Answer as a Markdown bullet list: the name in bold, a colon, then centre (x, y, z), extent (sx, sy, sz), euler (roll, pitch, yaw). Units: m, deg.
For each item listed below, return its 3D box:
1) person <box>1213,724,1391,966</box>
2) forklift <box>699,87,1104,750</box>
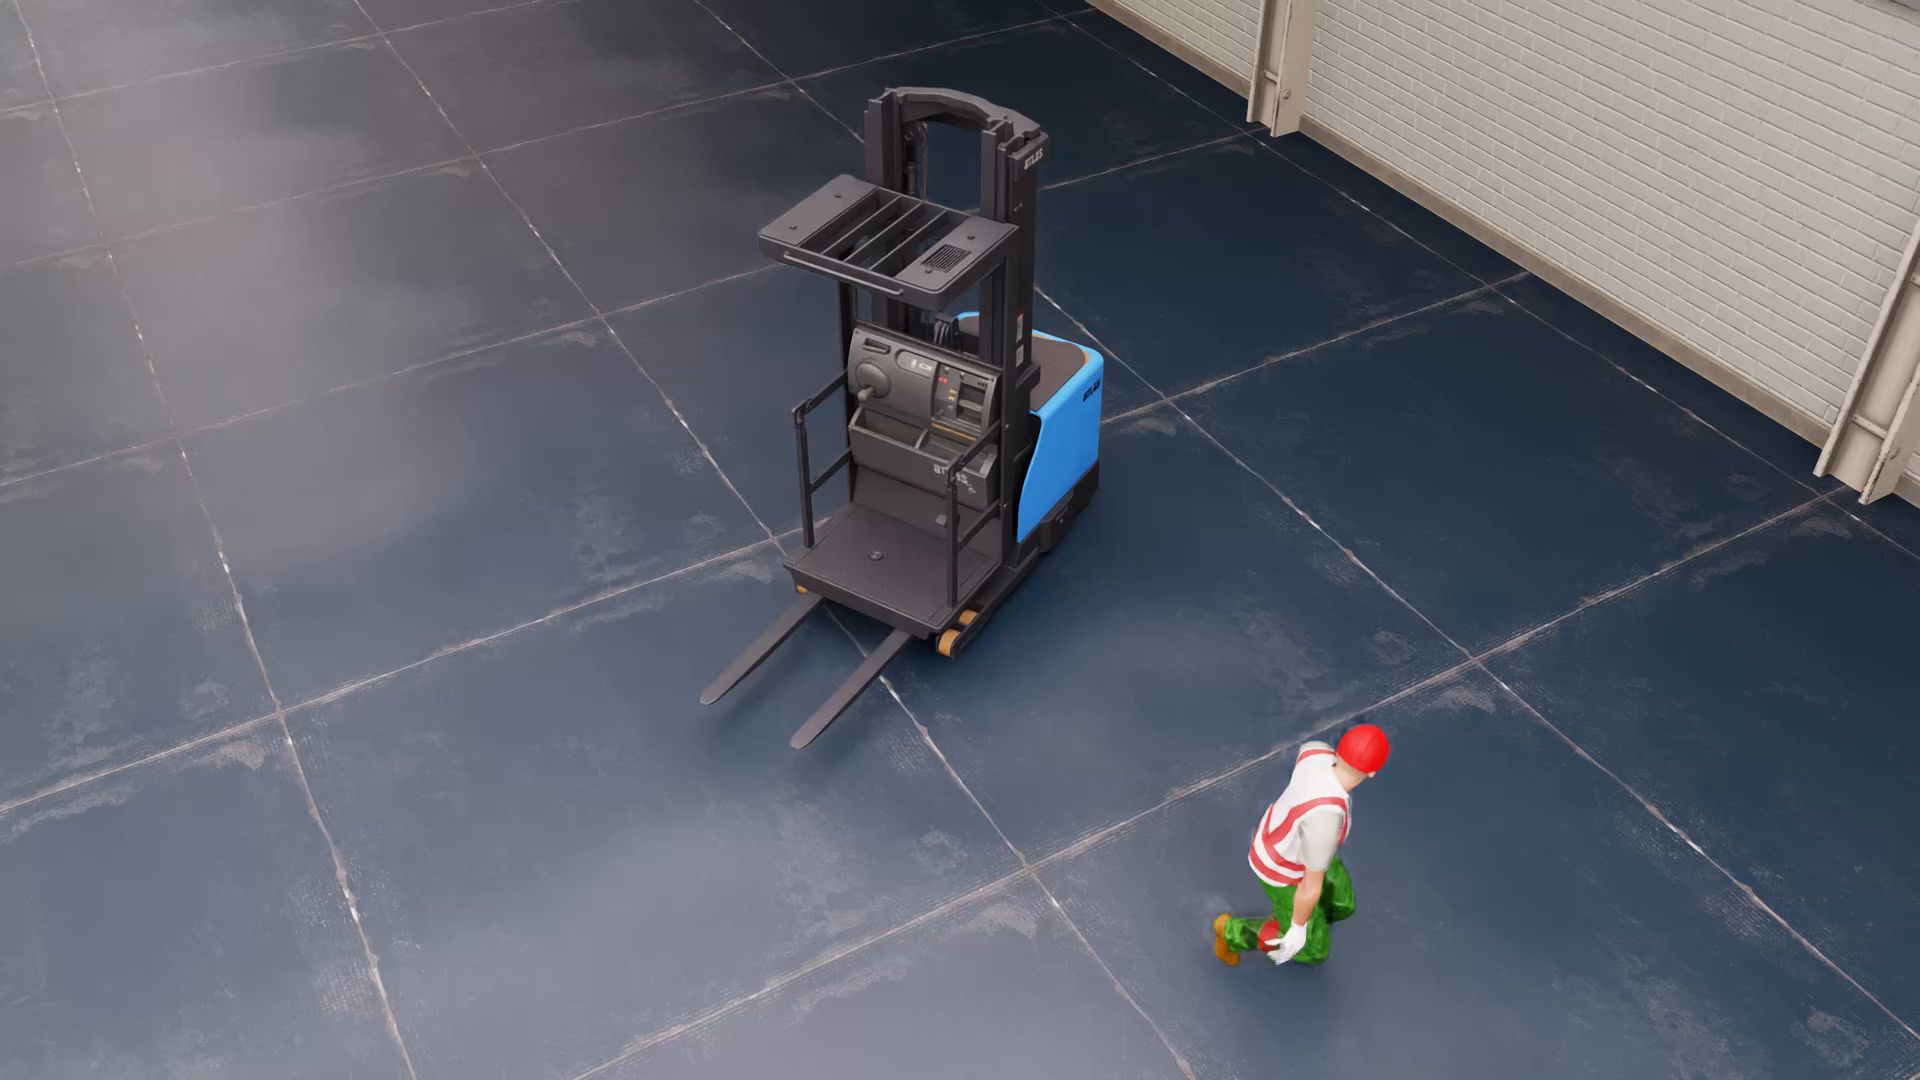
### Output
- **person**: centre (1.493, 1.416, 7.411), extent (0.597, 1.586, 0.936), euler (16, 42, 18)
- **forklift**: centre (-0.323, -0.797, 8.997), extent (1.130, 2.935, 3.031), euler (22, 44, 24)
